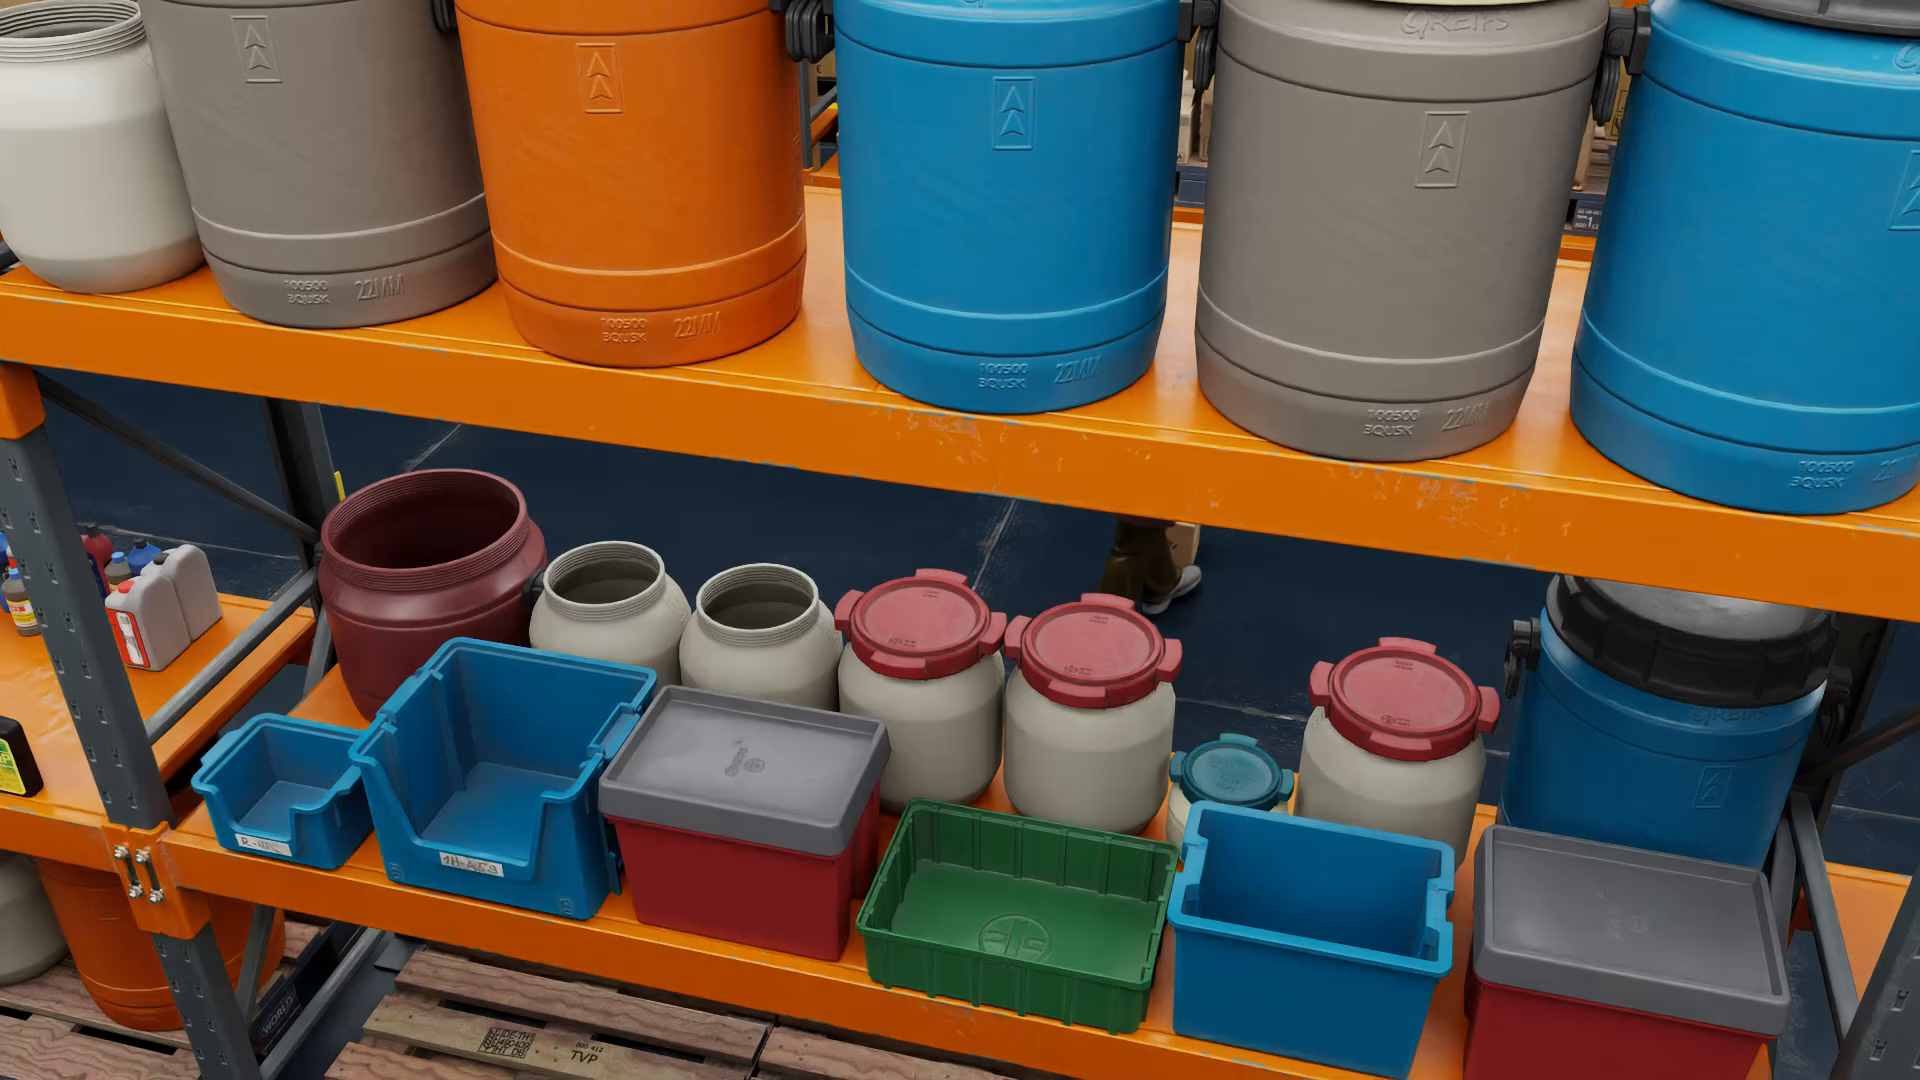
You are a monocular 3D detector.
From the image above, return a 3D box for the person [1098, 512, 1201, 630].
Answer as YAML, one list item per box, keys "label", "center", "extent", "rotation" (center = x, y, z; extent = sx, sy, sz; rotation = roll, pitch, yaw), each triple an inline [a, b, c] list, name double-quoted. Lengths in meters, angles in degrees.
- label: "person"
  center: [0.823, -0.372, 6.719]
  extent: [0.797, 1.767, 0.625]
  rotation: [-21, 38, -30]
